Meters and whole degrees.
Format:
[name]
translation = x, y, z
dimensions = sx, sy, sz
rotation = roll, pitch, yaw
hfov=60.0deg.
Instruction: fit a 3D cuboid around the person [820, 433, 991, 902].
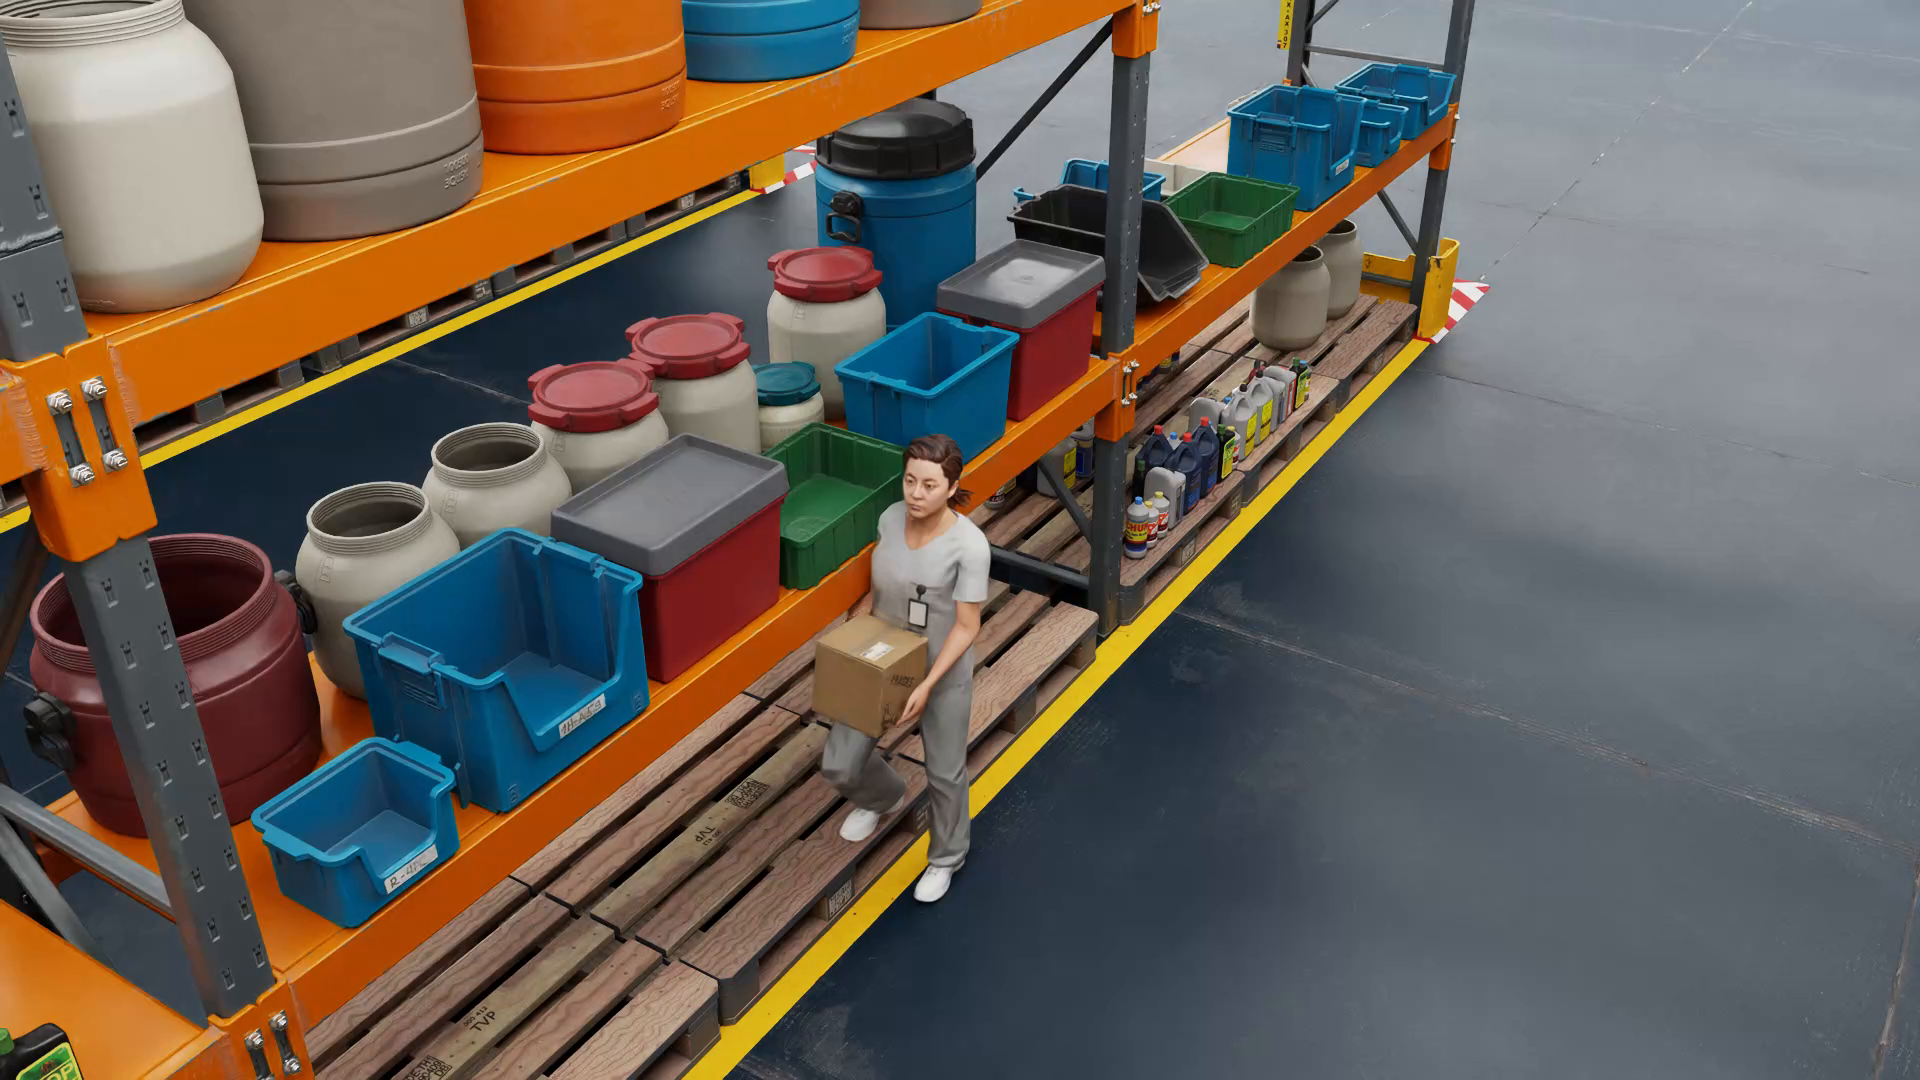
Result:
[person]
translation = -0.152, 0.459, 5.356
dimensions = 0.452, 1.674, 0.536
rotation = 15, 34, 24
